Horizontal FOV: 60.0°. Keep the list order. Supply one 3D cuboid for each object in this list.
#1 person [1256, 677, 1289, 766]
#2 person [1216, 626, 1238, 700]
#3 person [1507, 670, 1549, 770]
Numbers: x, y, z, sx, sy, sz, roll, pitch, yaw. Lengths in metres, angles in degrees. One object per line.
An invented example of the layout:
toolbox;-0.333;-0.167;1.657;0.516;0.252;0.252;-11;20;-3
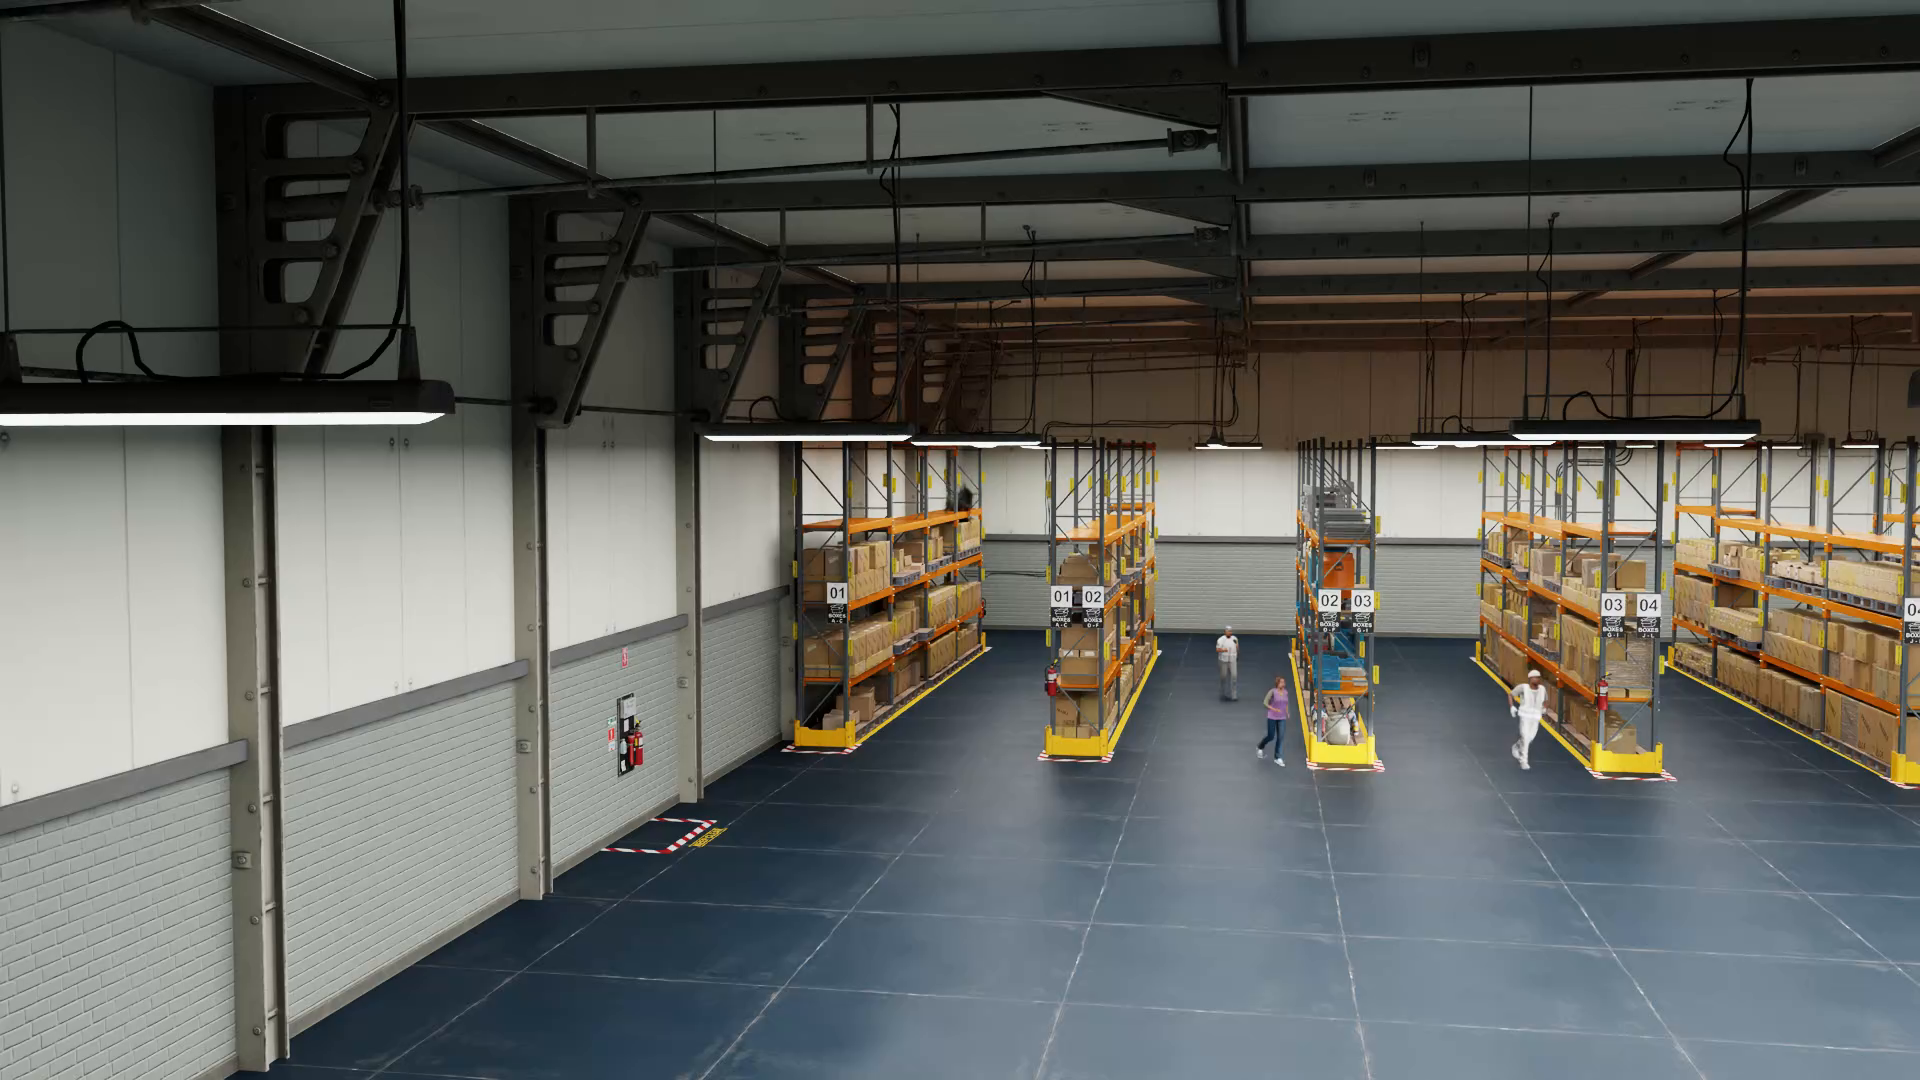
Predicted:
person;5.839;3.317;30.633;0.572;1.590;0.761;-1;3;-18
person;6.235;2.846;38.755;0.550;1.715;0.821;0;3;0
person;10.387;3.243;30.348;0.729;1.762;0.909;0;3;-7
